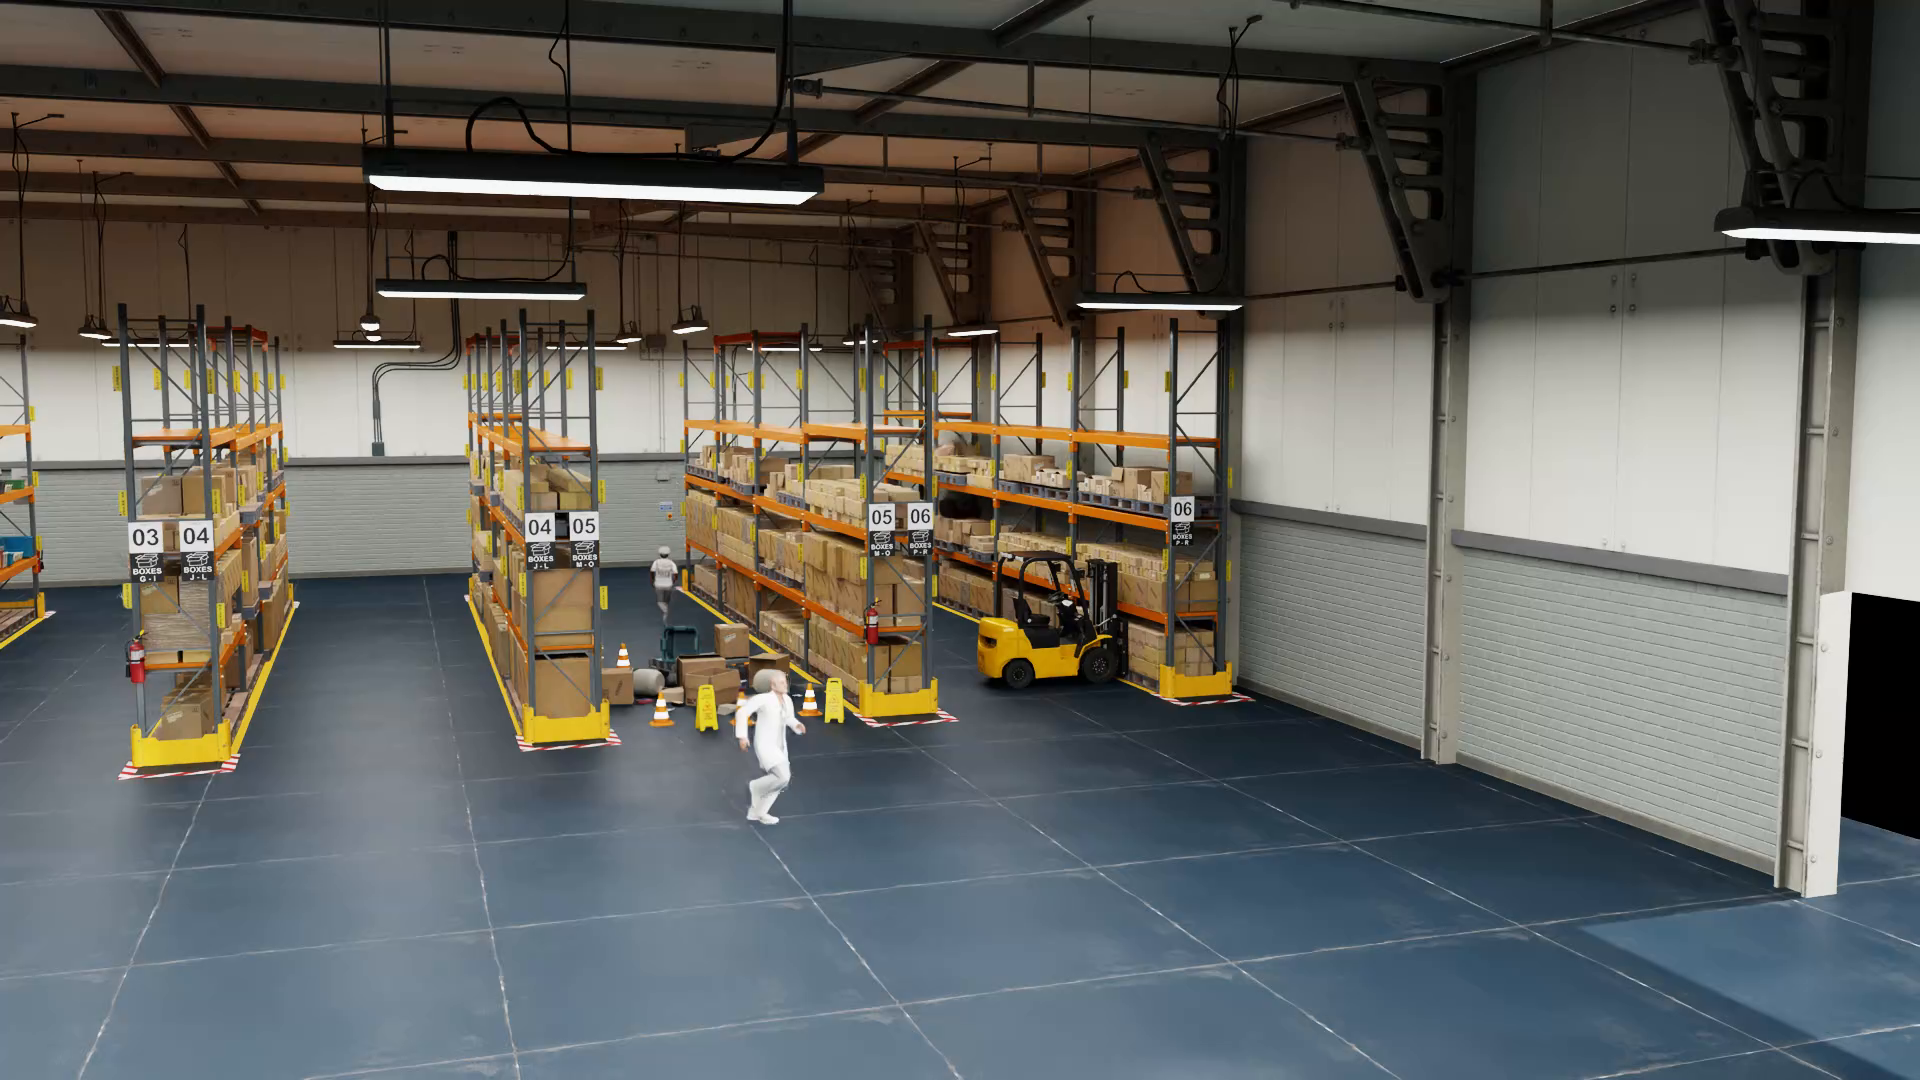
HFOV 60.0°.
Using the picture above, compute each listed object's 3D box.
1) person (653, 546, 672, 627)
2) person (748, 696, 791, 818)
[{"bbox_3d":[-6.035,0.976,33.847,0.397,1.686,0.572,-2,6,-19],"label":"person"},{"bbox_3d":[-2.123,2.436,18.836,0.580,1.441,0.380,3,6,31],"label":"person"}]
